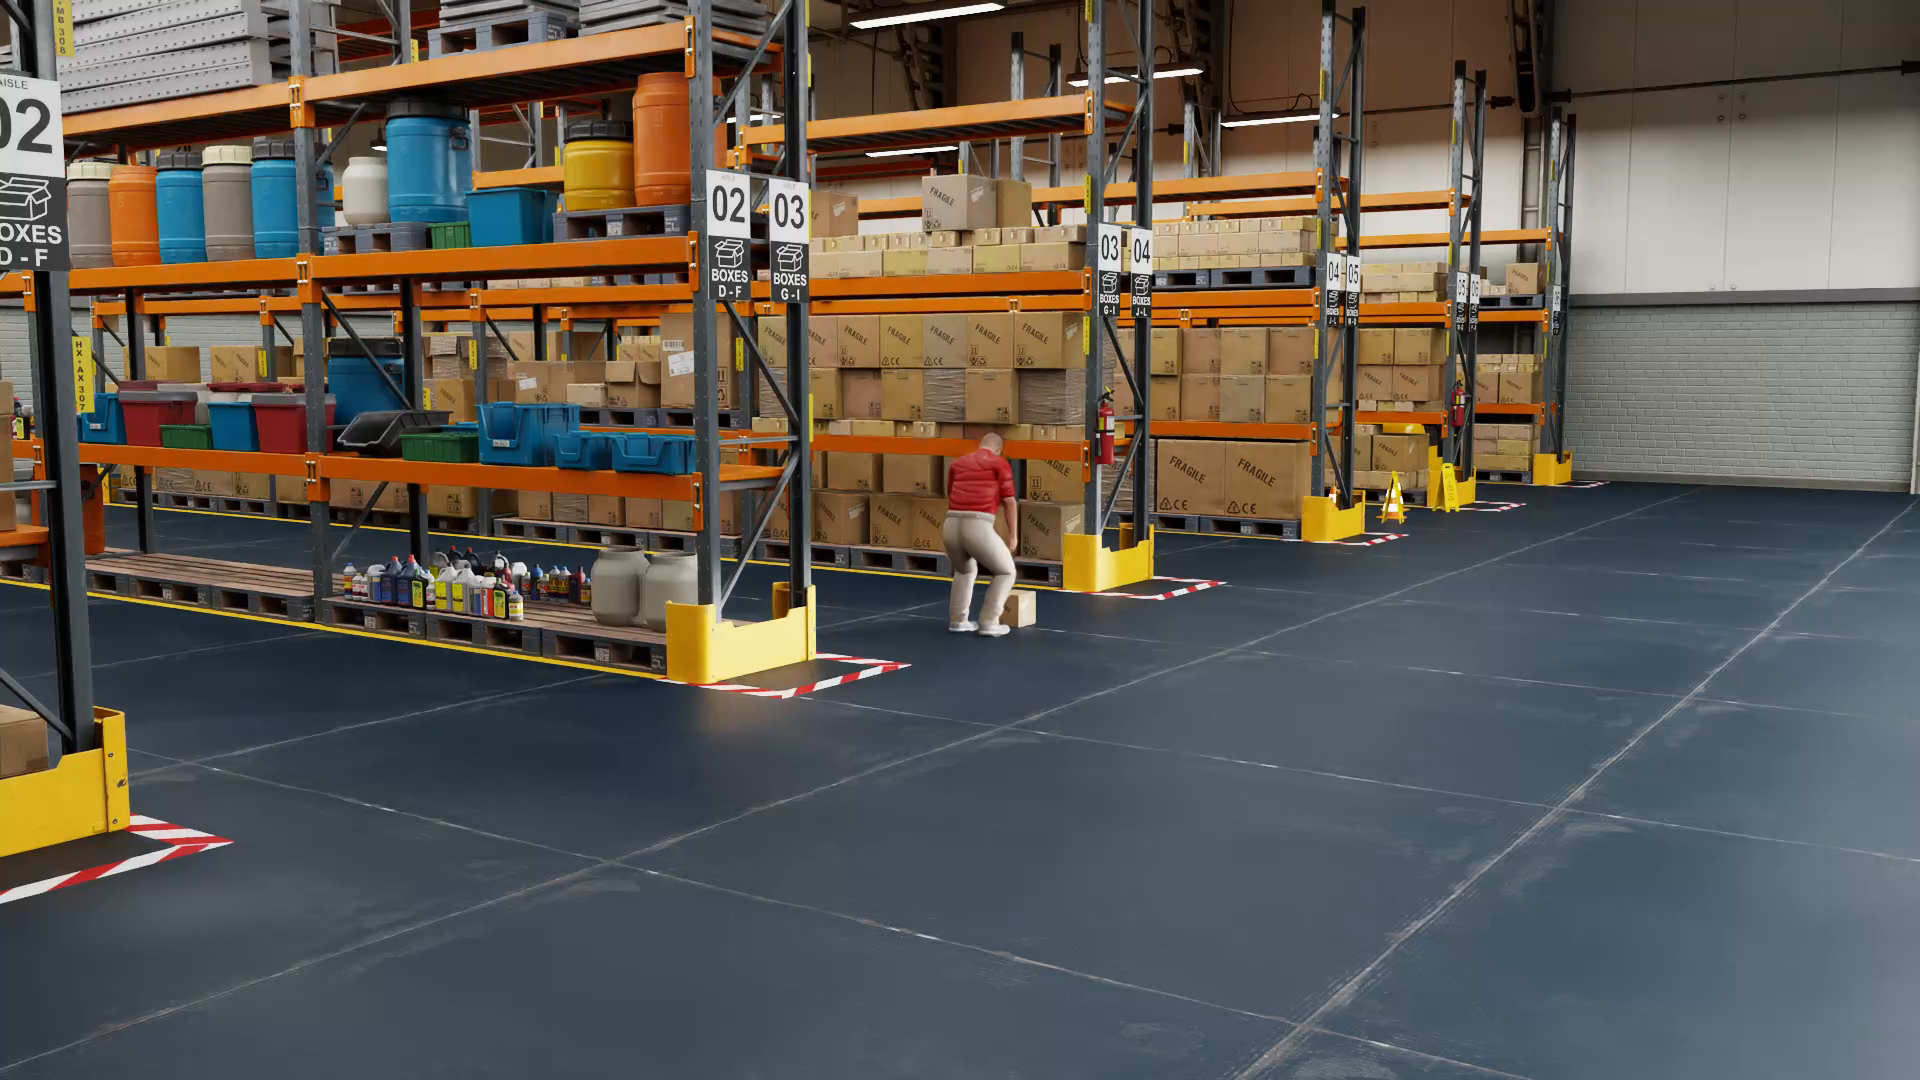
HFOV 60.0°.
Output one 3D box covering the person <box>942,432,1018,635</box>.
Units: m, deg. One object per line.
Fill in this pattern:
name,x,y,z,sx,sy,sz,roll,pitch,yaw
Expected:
person,0.121,-0.047,12.411,0.587,1.494,0.644,4,8,34
